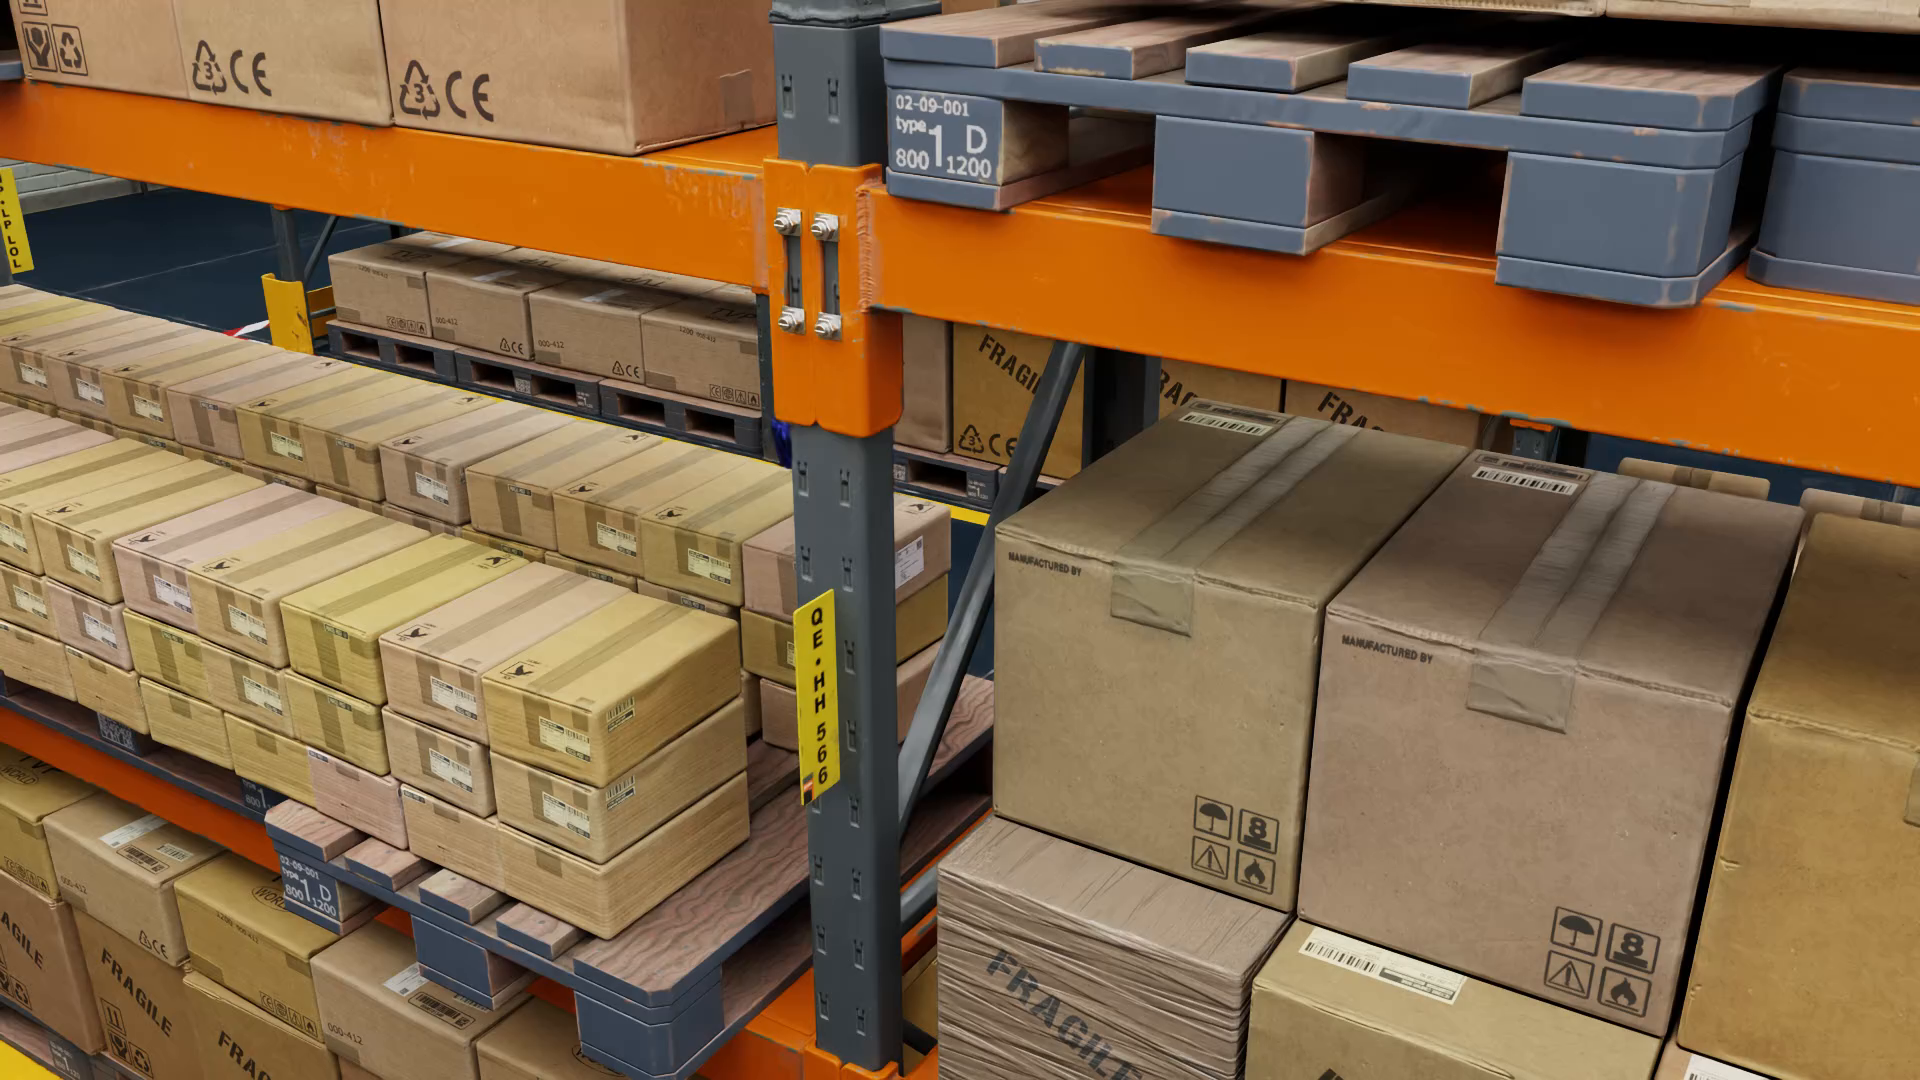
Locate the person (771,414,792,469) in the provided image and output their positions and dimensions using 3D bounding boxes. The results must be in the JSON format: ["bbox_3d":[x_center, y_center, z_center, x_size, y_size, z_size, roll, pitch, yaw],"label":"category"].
[{"bbox_3d":[-0.524,-0.026,6.185,0.331,1.710,0.483,-4,24,-10],"label":"person"}]
